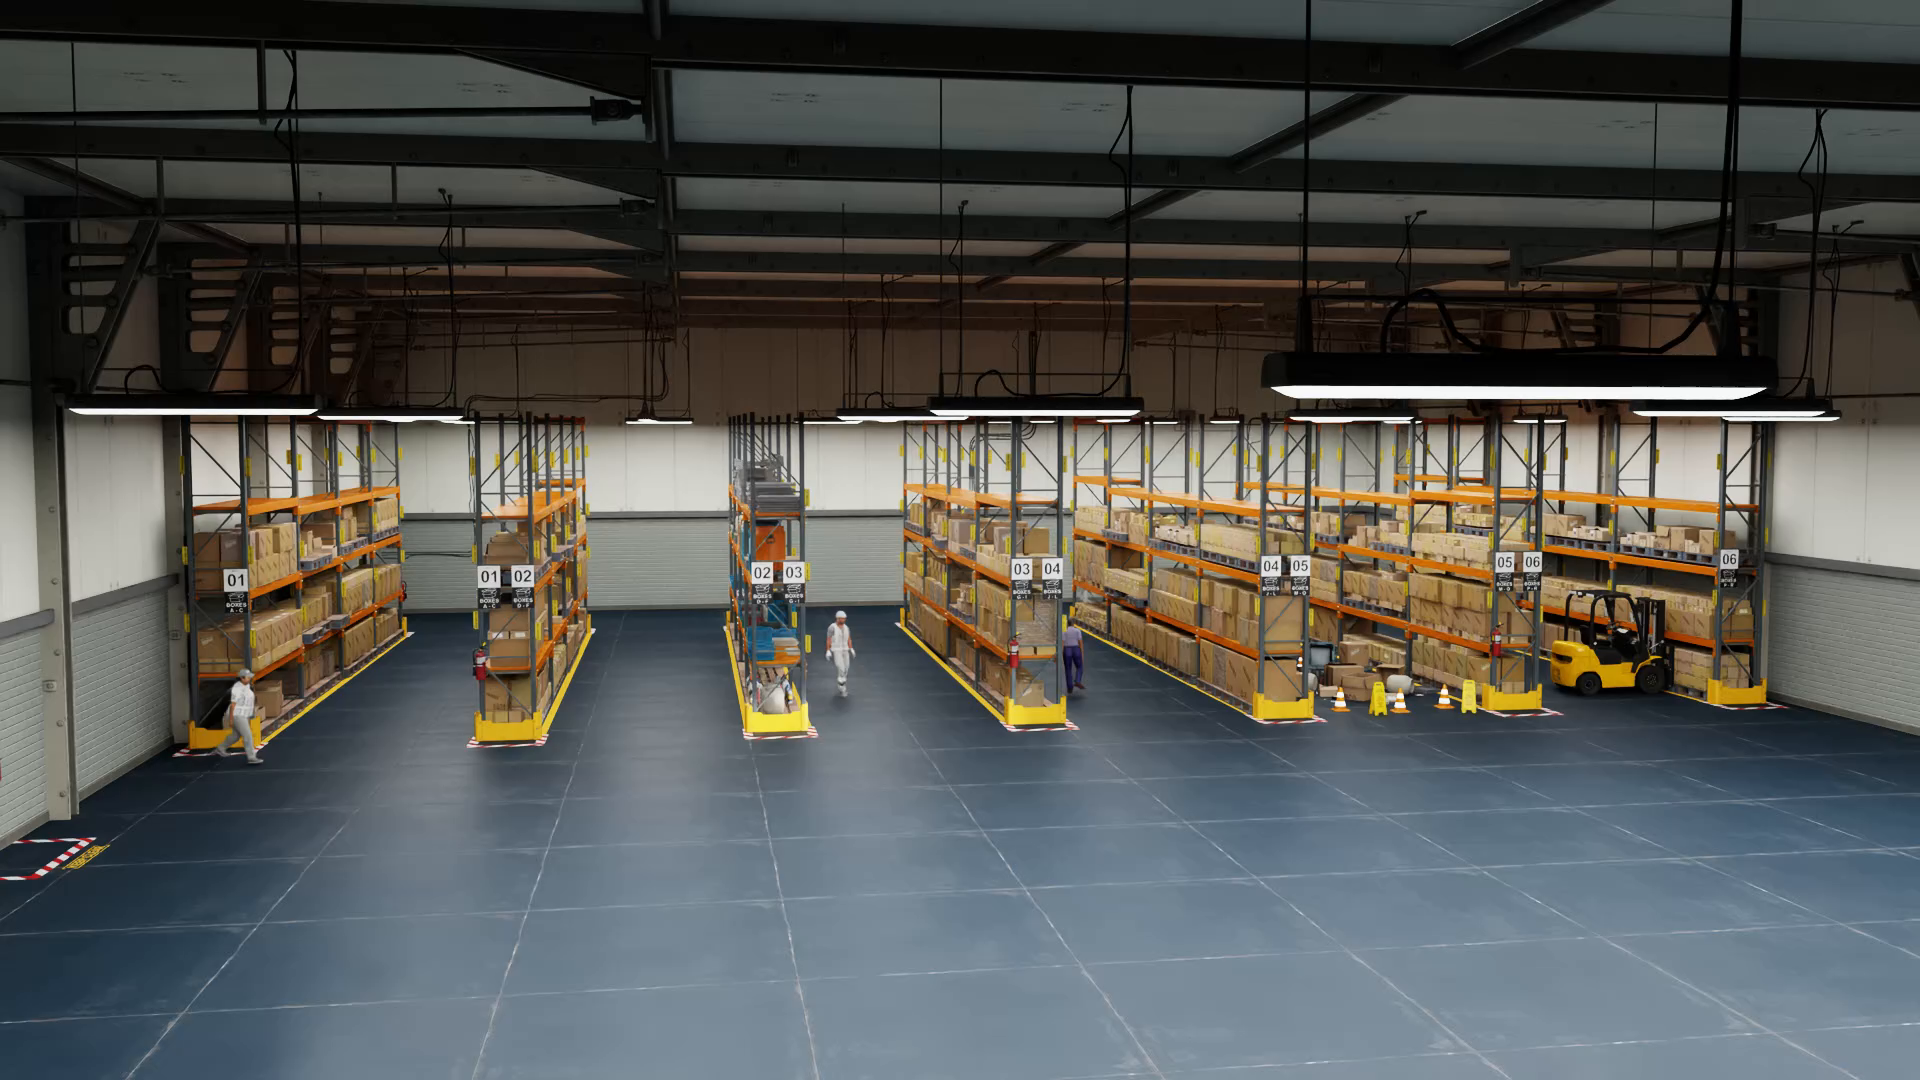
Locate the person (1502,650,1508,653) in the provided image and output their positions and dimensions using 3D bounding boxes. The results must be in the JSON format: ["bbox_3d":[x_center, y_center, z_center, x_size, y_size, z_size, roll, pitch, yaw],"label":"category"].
[{"bbox_3d":[12.274,2.270,37.798,0.571,1.665,0.484,0,4,-4],"label":"person"}]

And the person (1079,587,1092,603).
[{"bbox_3d":[3.856,1.427,50.822,0.449,1.650,0.735,3,5,41],"label":"person"}]

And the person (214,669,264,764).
[{"bbox_3d":[-12.303,2.988,28.350,1.047,1.603,0.488,1,4,10],"label":"person"}]

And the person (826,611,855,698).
[{"bbox_3d":[-2.502,2.431,35.456,0.587,1.821,0.570,-3,5,-40],"label":"person"}]

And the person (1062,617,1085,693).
[{"bbox_3d":[2.410,2.472,35.752,0.545,1.640,0.477,0,4,3],"label":"person"}]
